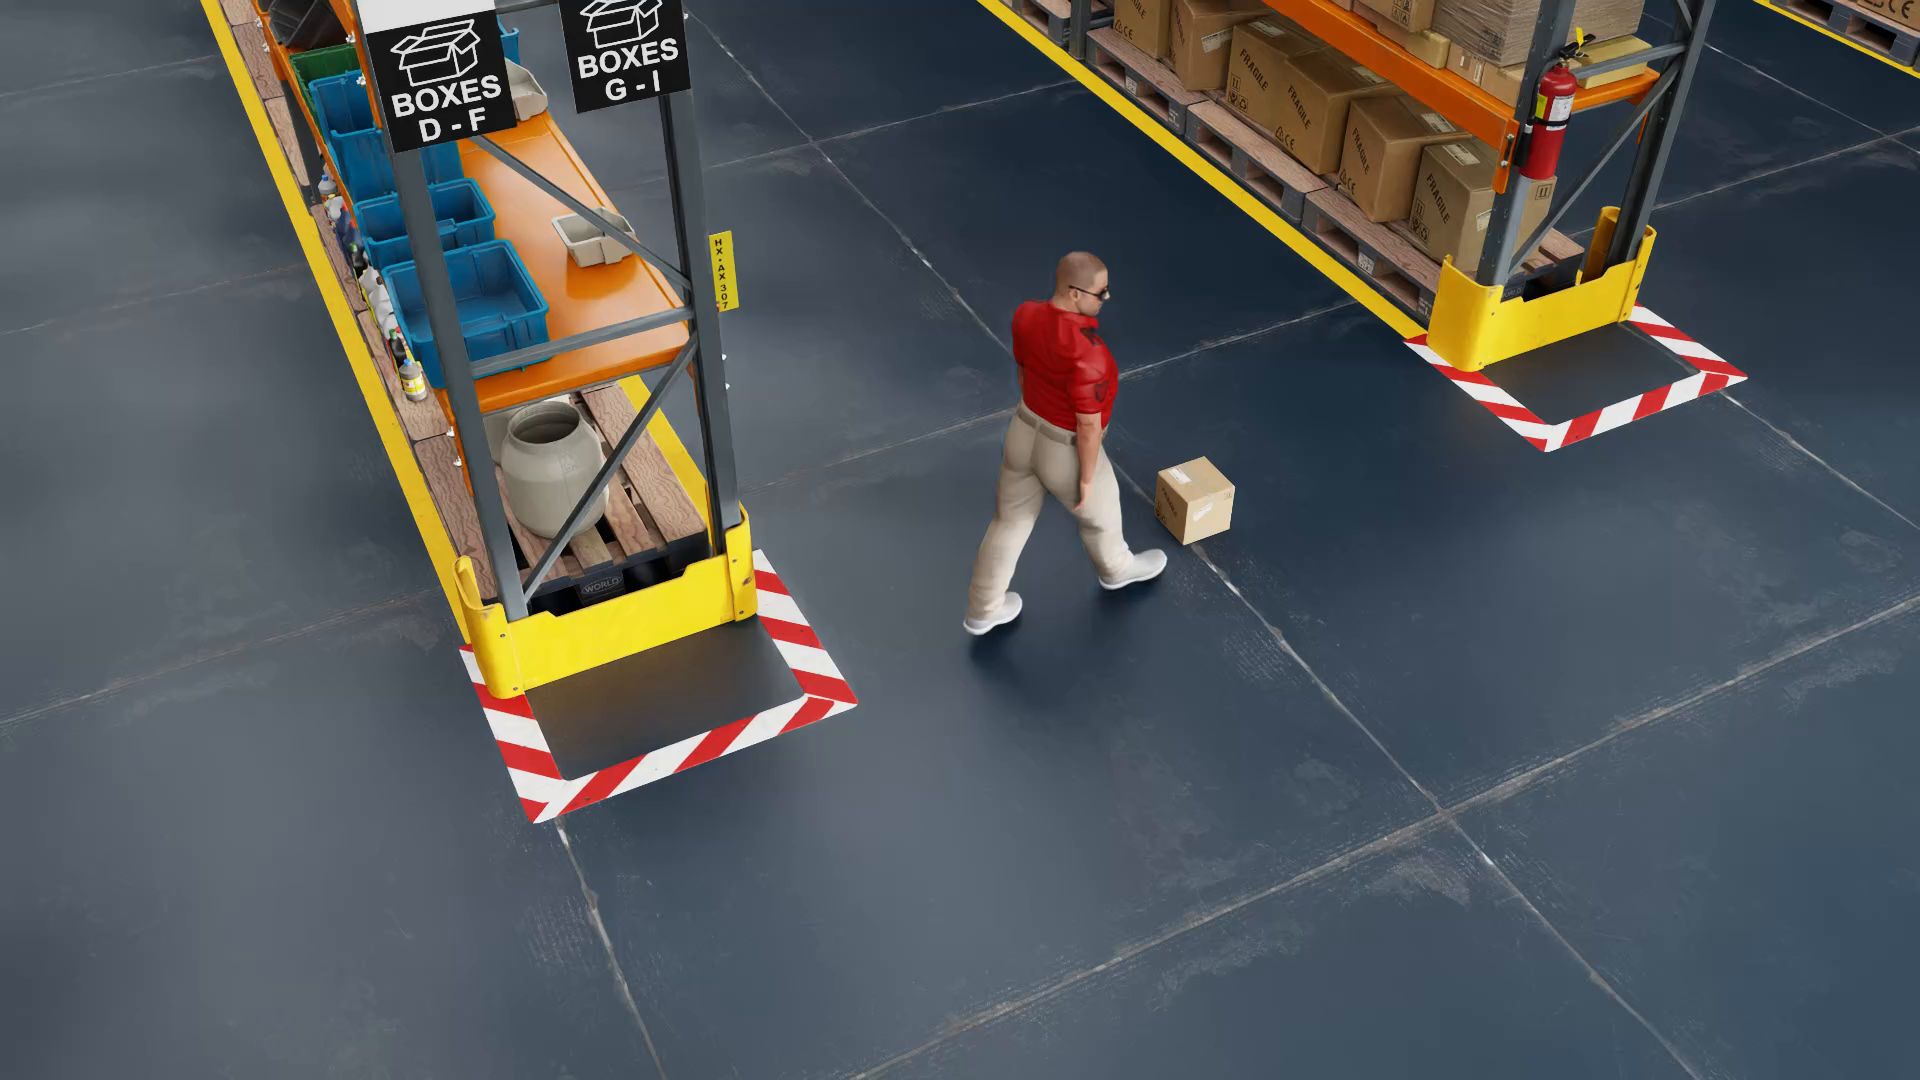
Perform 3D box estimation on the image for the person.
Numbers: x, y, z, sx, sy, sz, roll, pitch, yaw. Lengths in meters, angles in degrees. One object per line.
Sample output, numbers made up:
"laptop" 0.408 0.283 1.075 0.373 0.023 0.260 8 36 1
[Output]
"person" 0.426 -0.405 6.621 0.947 1.676 0.547 -32 50 -31
